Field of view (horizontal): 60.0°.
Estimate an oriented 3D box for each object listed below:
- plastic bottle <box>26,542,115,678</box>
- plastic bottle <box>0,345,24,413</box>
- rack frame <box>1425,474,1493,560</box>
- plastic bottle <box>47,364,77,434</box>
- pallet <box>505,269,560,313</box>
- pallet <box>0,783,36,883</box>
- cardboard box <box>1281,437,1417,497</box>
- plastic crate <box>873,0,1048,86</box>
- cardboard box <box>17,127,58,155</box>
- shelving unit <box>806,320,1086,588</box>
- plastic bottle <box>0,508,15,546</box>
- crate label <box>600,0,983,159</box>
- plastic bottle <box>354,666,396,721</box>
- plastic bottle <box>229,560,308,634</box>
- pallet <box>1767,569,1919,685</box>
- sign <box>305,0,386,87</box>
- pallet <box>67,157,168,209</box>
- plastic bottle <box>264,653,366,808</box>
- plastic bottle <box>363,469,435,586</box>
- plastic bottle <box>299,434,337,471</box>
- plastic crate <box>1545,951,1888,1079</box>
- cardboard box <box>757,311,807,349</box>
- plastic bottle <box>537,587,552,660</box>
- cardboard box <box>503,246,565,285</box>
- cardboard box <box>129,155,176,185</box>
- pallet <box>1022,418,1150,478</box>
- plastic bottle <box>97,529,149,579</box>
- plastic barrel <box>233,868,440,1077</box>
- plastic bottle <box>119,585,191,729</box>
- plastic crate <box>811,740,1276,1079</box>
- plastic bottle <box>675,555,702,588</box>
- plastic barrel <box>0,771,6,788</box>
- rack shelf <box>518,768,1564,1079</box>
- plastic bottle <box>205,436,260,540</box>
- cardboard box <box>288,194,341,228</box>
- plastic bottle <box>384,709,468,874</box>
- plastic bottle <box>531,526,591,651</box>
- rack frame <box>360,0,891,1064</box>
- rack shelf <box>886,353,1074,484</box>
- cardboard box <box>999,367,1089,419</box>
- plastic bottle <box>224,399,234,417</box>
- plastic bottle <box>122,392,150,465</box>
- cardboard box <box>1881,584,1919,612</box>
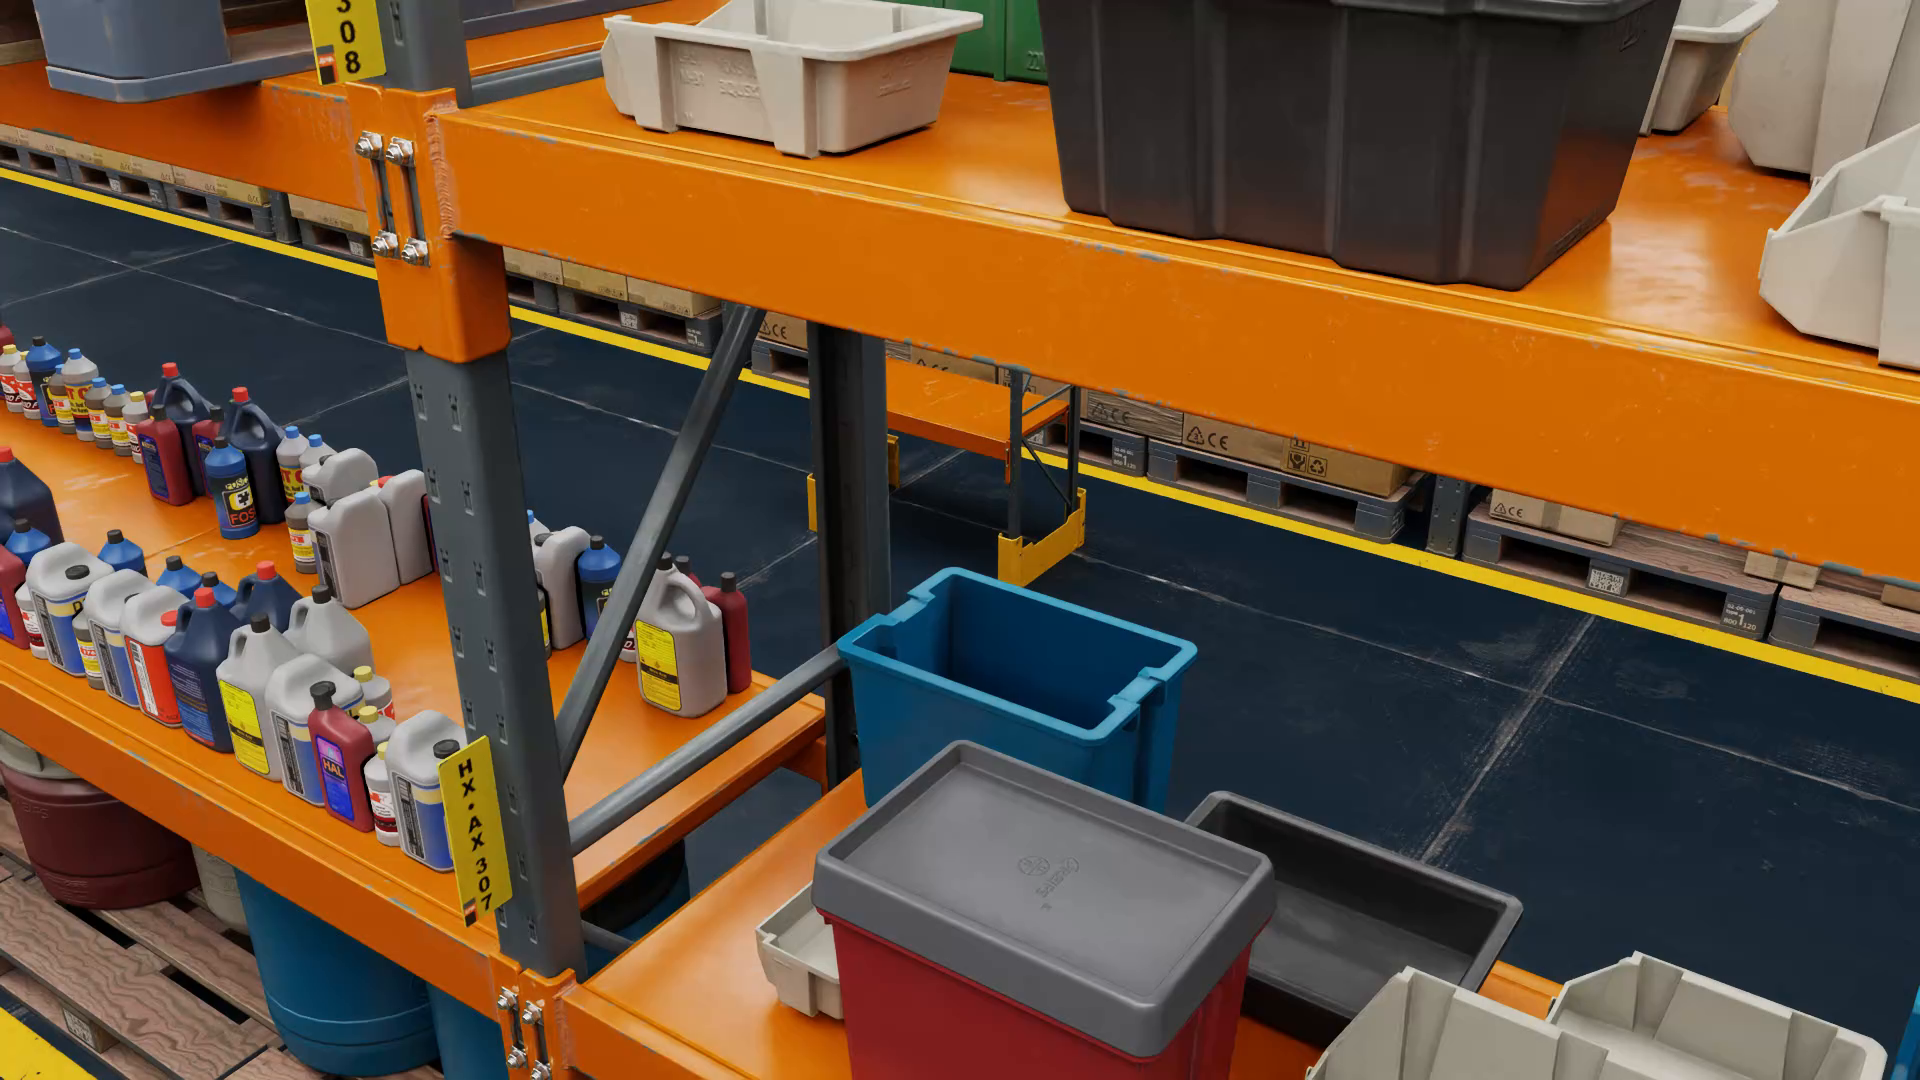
[{"bbox_3d":[-2.000,0.152,3.781,0.135,0.276,0.152,17,32,30],"label":"plastic bottle"},{"bbox_3d":[-2.920,-0.504,5.153,0.097,0.201,0.097,0,27,0],"label":"plastic bottle"},{"bbox_3d":[2.334,-1.457,6.805,0.127,3.000,1.000,17,32,30],"label":"rack frame"},{"bbox_3d":[-2.680,-0.429,5.005,0.097,0.201,0.097,0,27,0],"label":"plastic bottle"},{"bbox_3d":[-2.621,-1.781,10.516,1.213,0.211,1.003,17,32,30],"label":"pallet"},{"bbox_3d":[-3.097,0.797,5.452,1.213,0.211,1.003,17,32,30],"label":"pallet"},{"bbox_3d":[1.765,-0.558,7.311,0.500,0.500,0.500,17,32,30],"label":"cardboard box"},{"bbox_3d":[0.047,-0.852,2.544,0.662,0.188,0.450,17,32,30],"label":"plastic crate"},{"bbox_3d":[-6.827,-3.152,12.705,0.500,0.250,0.500,17,32,30],"label":"cardboard box"},{"bbox_3d":[-0.063,-0.688,6.948,1.083,1.500,0.587,17,32,30],"label":"shelving unit"},{"bbox_3d":[-2.324,0.020,3.958,0.185,0.351,0.144,17,32,30],"label":"plastic bottle"},{"bbox_3d":[-0.233,-0.591,2.088,0.466,0.136,0.293,17,32,30],"label":"crate label"},{"bbox_3d":[-1.227,0.357,3.460,0.097,0.201,0.097,0,27,0],"label":"plastic bottle"},{"bbox_3d":[-1.487,0.201,3.602,0.185,0.351,0.144,17,32,30],"label":"plastic bottle"},{"bbox_3d":[3.910,0.276,6.475,1.213,0.211,1.003,17,32,30],"label":"pallet"},{"bbox_3d":[-0.786,-0.741,2.082,0.005,0.325,0.100,17,32,30],"label":"sign"},{"bbox_3d":[-5.902,-2.801,12.521,1.213,0.211,1.003,17,32,30],"label":"pallet"},{"bbox_3d":[-1.282,0.375,3.342,0.135,0.276,0.152,17,32,30],"label":"plastic bottle"},{"bbox_3d":[-1.402,-0.049,4.177,0.135,0.276,0.152,17,32,30],"label":"plastic bottle"},{"bbox_3d":[-1.673,-0.147,4.373,0.097,0.271,0.097,0,27,0],"label":"plastic bottle"},{"bbox_3d":[1.132,0.820,2.556,0.466,0.136,0.293,17,32,30],"label":"plastic crate"},{"bbox_3d":[-0.749,-1.342,8.851,0.500,0.500,0.500,19,32,32],"label":"cardboard box"},{"bbox_3d":[-0.996,0.179,3.810,0.097,0.201,0.097,0,27,0],"label":"plastic bottle"},{"bbox_3d":[-2.374,-1.751,9.951,0.500,0.250,0.500,18,32,31],"label":"cardboard box"},{"bbox_3d":[-5.593,-2.765,11.944,0.500,0.250,0.500,17,32,30],"label":"cardboard box"},{"bbox_3d":[0.633,-0.721,8.435,1.213,0.211,1.003,17,32,30],"label":"pallet"},{"bbox_3d":[-1.945,0.102,3.883,0.097,0.271,0.097,0,27,0],"label":"plastic bottle"},{"bbox_3d":[-1.496,0.814,4.193,0.708,0.901,0.600,17,32,30],"label":"plastic barrel"},{"bbox_3d":[-1.698,0.246,3.596,0.135,0.276,0.152,17,32,30],"label":"plastic bottle"},{"bbox_3d":[0.121,0.662,2.505,0.583,0.464,0.402,17,32,30],"label":"plastic crate"},{"bbox_3d":[-0.644,0.158,3.760,0.133,0.283,0.061,17,32,30],"label":"plastic bottle"},{"bbox_3d":[-2.841,0.520,5.202,0.421,0.512,0.421,0,27,0],"label":"plastic barrel"},{"bbox_3d":[1.175,1.229,2.322,4.000,0.370,1.077,17,32,30],"label":"rack shelf"},{"bbox_3d":[-1.916,-0.143,4.366,0.097,0.271,0.097,0,27,0],"label":"plastic bottle"},{"bbox_3d":[-4.068,-2.276,10.984,0.500,0.250,0.500,16,31,29],"label":"cardboard box"},{"bbox_3d":[-0.981,0.469,3.157,0.135,0.276,0.152,17,32,30],"label":"plastic bottle"},{"bbox_3d":[-0.941,0.094,3.894,0.135,0.276,0.152,17,32,30],"label":"plastic bottle"},{"bbox_3d":[-0.475,0.396,3.166,0.053,2.616,0.949,17,32,30],"label":"rack frame"},{"bbox_3d":[-0.070,-0.530,7.034,1.000,0.185,0.538,17,32,30],"label":"rack shelf"},{"bbox_3d":[0.529,-0.947,8.074,0.500,0.500,0.500,16,31,29],"label":"cardboard box"},{"bbox_3d":[-1.991,-0.261,4.585,0.133,0.283,0.061,17,32,30],"label":"plastic bottle"},{"bbox_3d":[-2.359,-0.329,4.809,0.097,0.201,0.097,0,27,0],"label":"plastic bottle"},{"bbox_3d":[3.886,-0.060,6.327,0.637,0.503,0.797,17,32,30],"label":"cardboard box"}]
